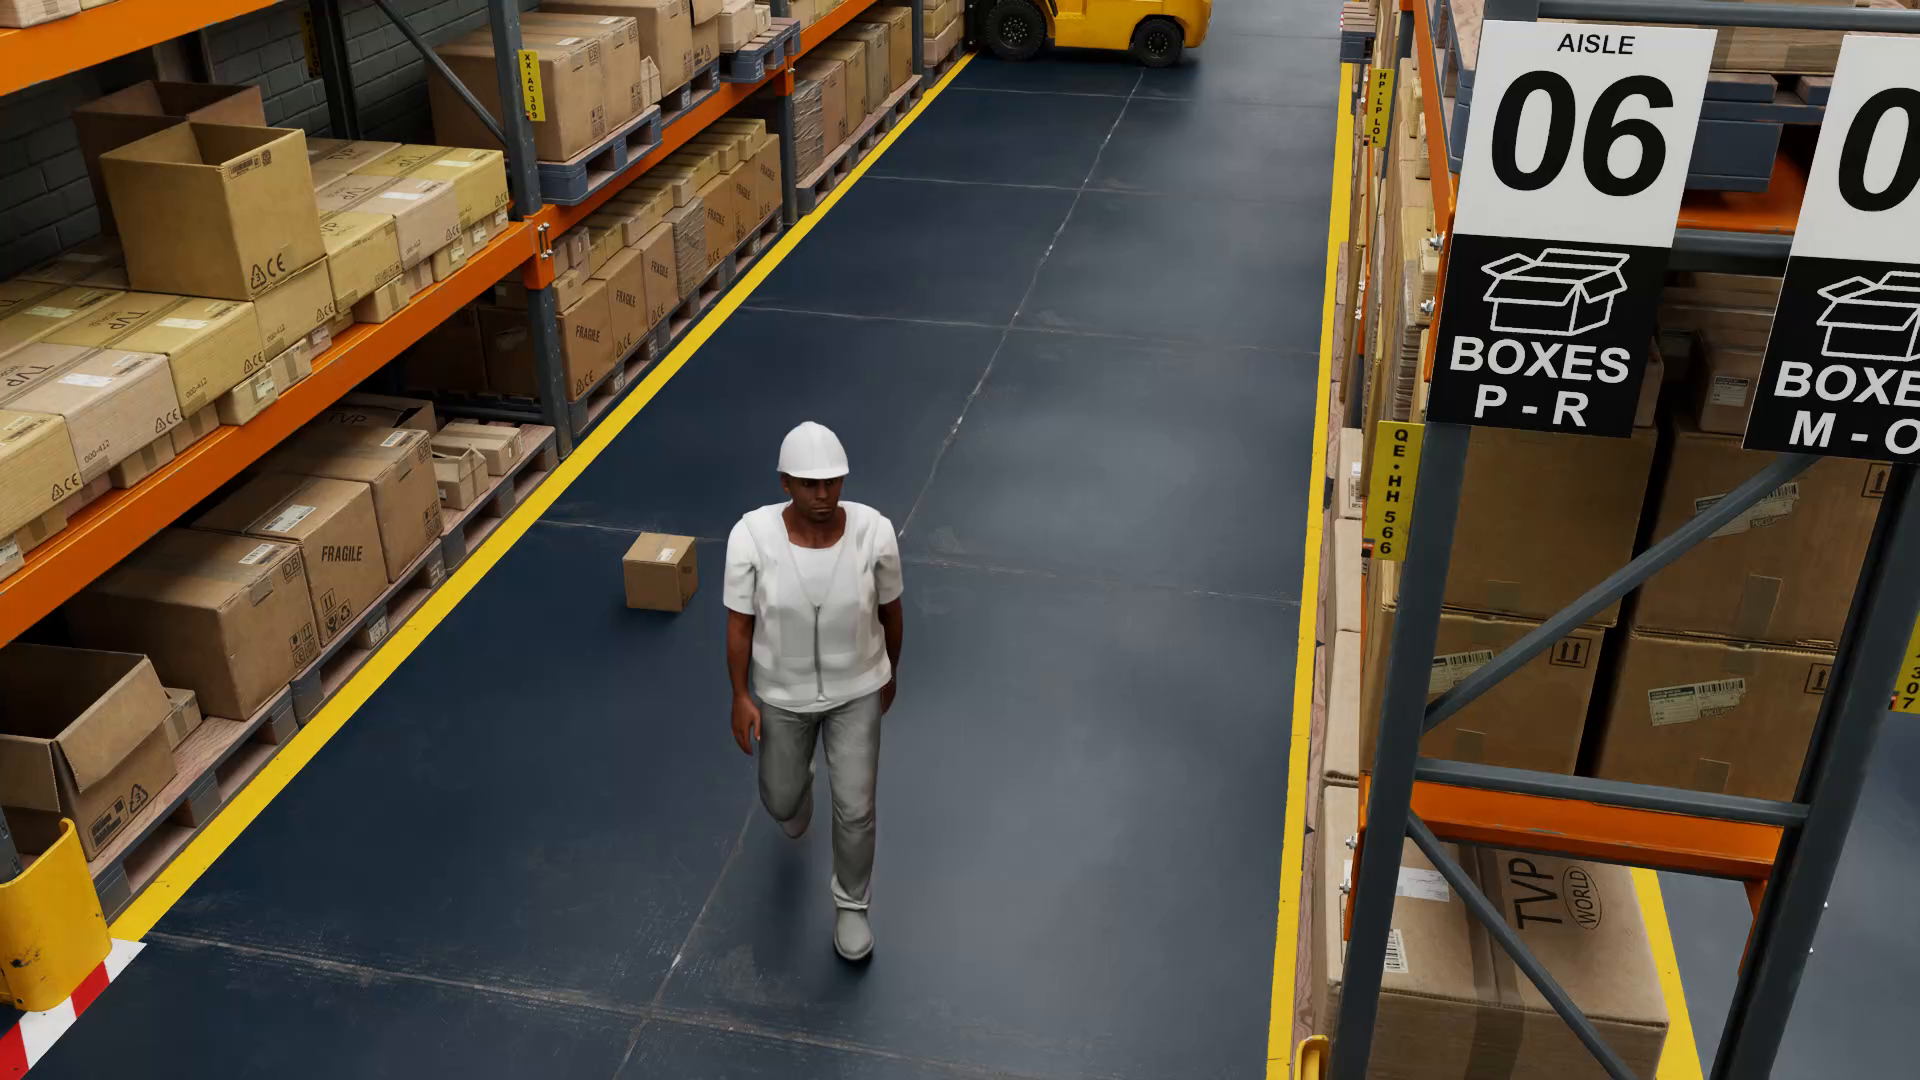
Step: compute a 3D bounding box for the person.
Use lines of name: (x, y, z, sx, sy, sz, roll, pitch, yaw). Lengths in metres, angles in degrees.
person: (-0.450, 0.431, 5.279, 0.558, 1.741, 0.780, -2, 29, -4)
